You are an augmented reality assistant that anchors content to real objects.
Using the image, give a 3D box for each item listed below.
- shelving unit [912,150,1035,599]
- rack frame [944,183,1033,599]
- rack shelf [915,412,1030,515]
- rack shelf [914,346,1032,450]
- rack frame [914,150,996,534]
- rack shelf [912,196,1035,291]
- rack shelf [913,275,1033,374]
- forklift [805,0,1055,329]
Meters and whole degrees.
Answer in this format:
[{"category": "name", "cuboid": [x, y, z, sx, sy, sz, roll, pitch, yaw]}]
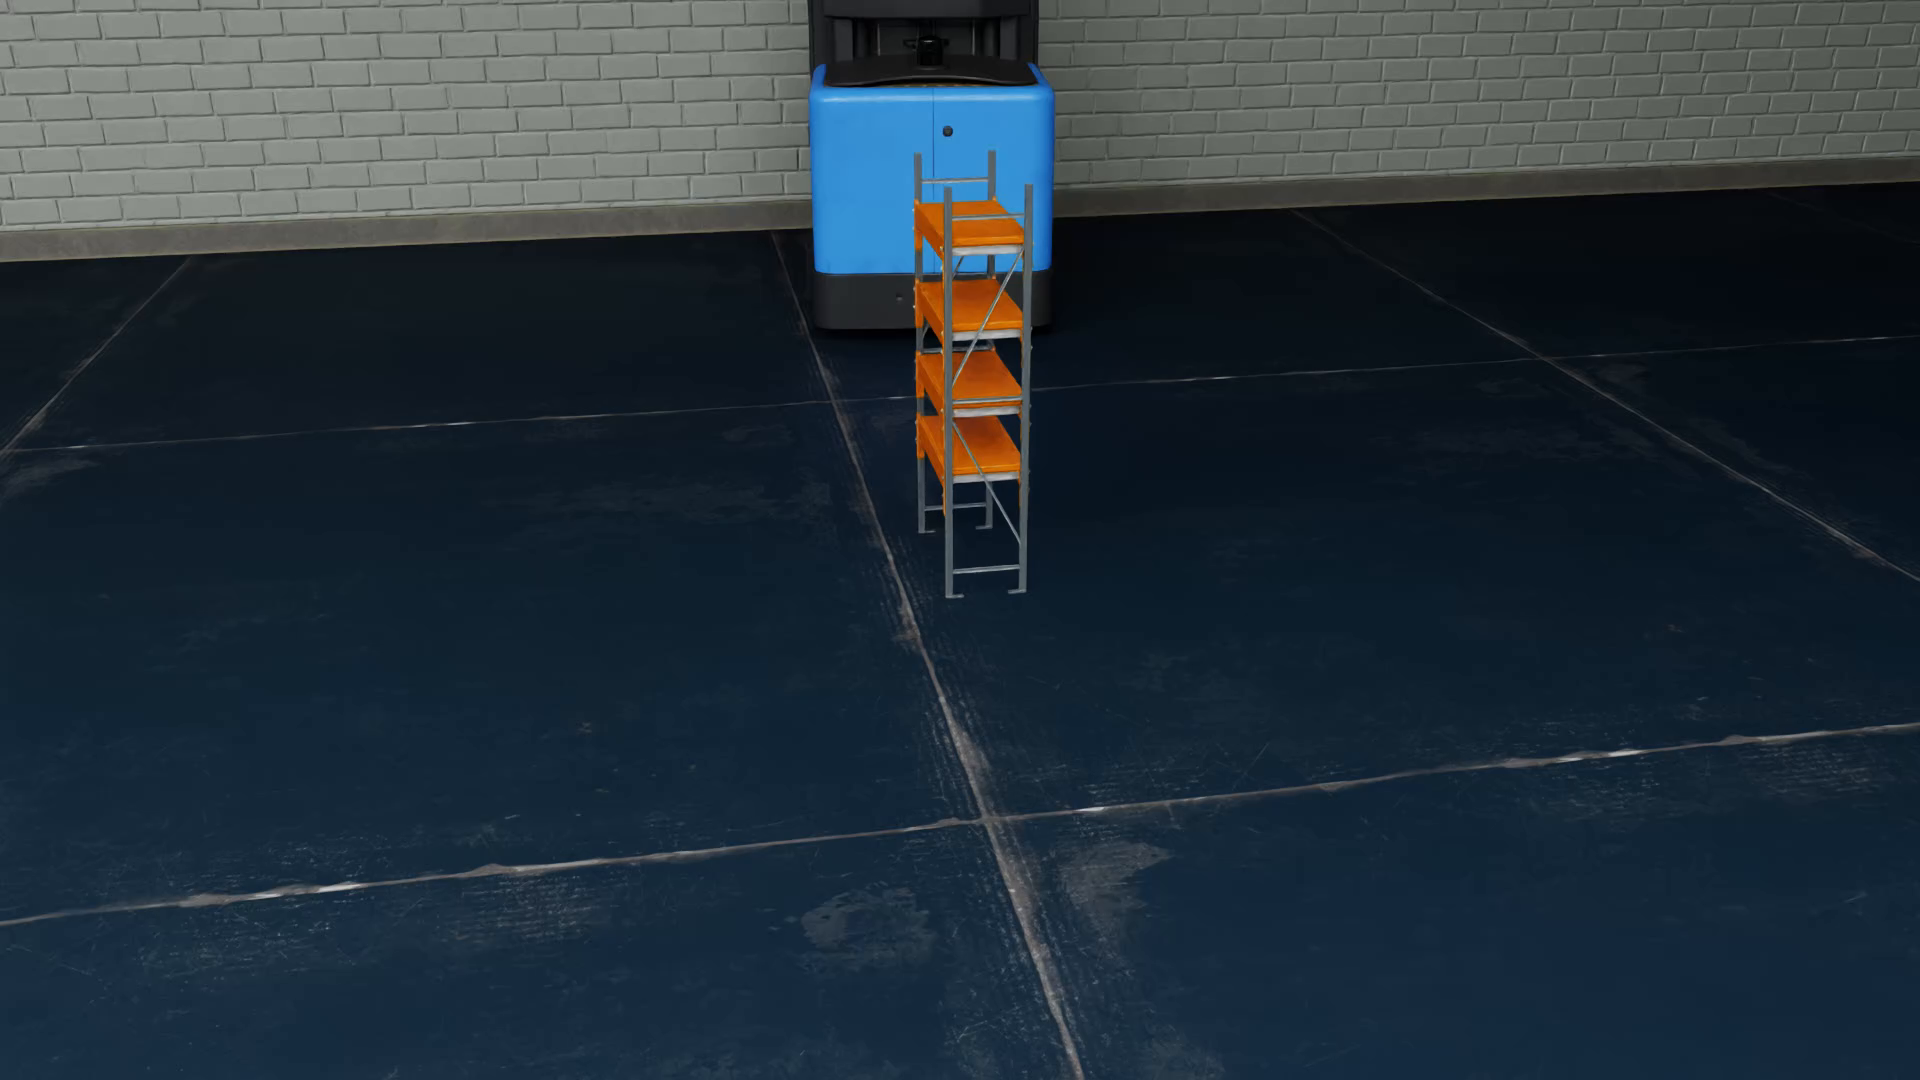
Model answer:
[{"category": "shelving unit", "cuboid": [0.031, -0.485, 4.861, 0.258, 1.200, 0.503, -4, 24, -10]}, {"category": "rack frame", "cuboid": [0.076, -0.389, 4.641, 0.240, 1.200, 0.015, -4, 24, -10]}, {"category": "rack shelf", "cuboid": [0.031, -0.241, 4.967, 0.258, 0.148, 0.480, -4, 24, -10]}, {"category": "rack shelf", "cuboid": [0.031, -0.423, 4.888, 0.258, 0.148, 0.480, -4, 24, -10]}, {"category": "rack frame", "cuboid": [-0.015, -0.581, 5.081, 0.240, 1.200, 0.015, -4, 24, -10]}, {"category": "rack shelf", "cuboid": [0.031, -0.845, 4.703, 0.258, 0.148, 0.480, -4, 24, -10]}, {"category": "rack shelf", "cuboid": [0.031, -0.628, 4.798, 0.258, 0.148, 0.480, -4, 24, -10]}, {"category": "forklift", "cuboid": [-0.185, -2.794, 7.986, 1.130, 2.935, 3.031, -1, 24, -3]}]
